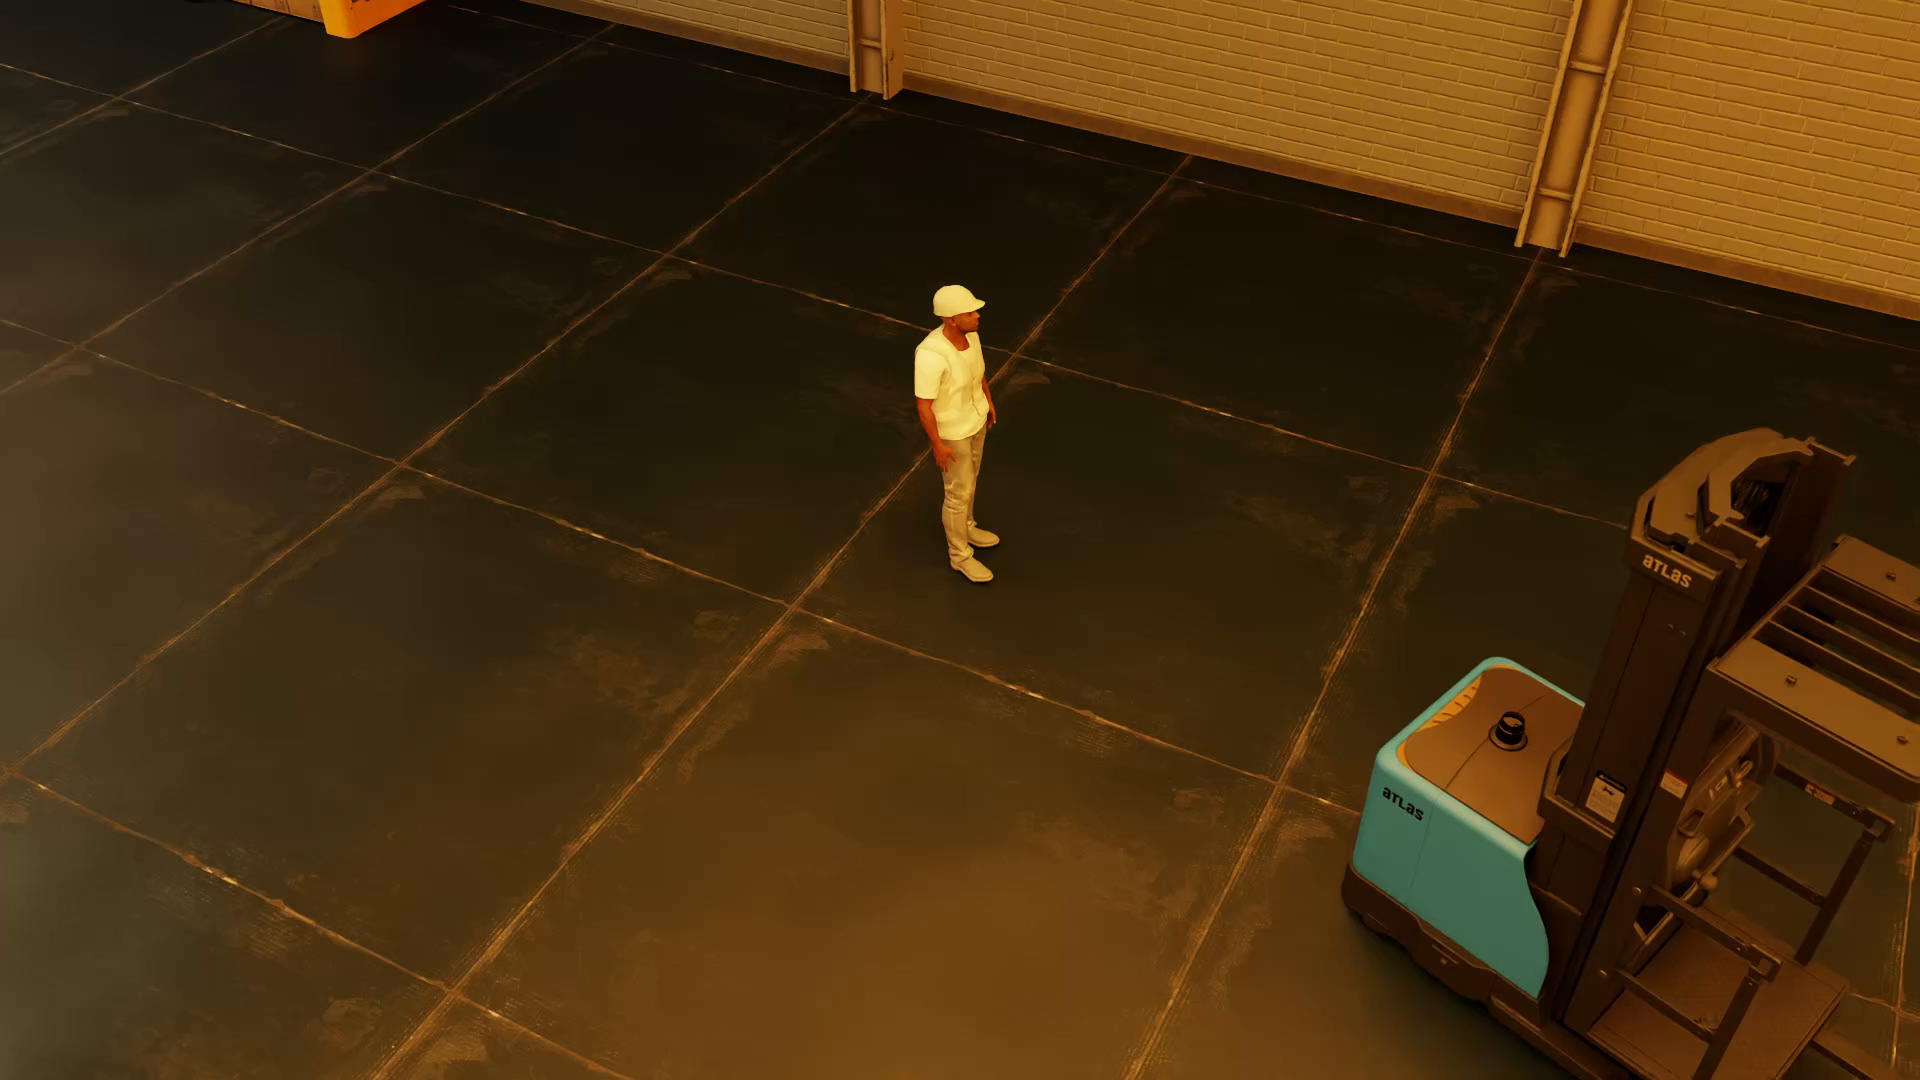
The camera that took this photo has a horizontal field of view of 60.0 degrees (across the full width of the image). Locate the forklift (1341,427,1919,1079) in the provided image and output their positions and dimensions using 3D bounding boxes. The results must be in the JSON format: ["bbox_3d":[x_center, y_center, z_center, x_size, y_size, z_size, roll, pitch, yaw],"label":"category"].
[{"bbox_3d":[3.234,1.137,6.636,1.130,2.935,3.031,-31,49,-32],"label":"forklift"}]

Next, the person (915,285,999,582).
[{"bbox_3d":[0.058,-0.655,9.661,0.577,1.759,0.665,18,43,21],"label":"person"}]
